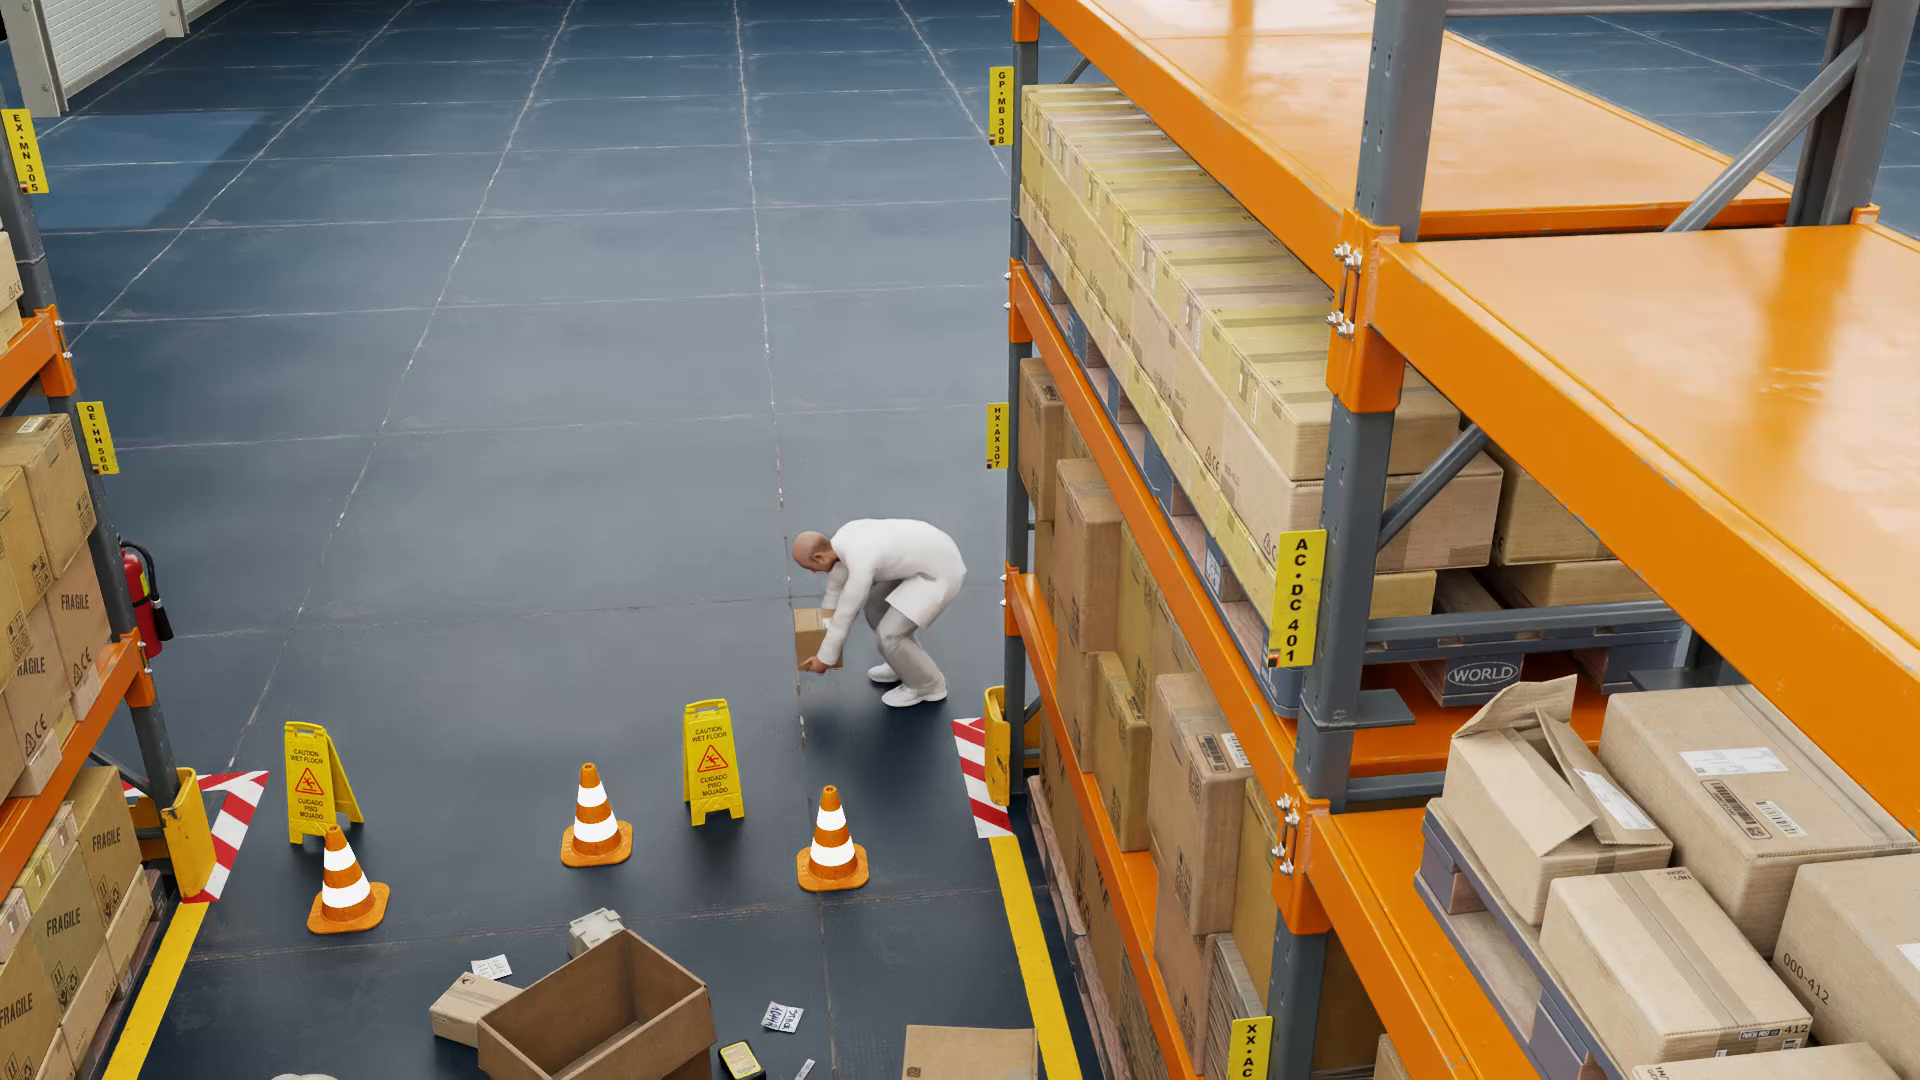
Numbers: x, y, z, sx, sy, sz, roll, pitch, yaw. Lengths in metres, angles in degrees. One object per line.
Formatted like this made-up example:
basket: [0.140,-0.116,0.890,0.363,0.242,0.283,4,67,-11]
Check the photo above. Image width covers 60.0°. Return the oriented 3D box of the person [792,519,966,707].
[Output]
person: [-0.441,0.379,9.185,0.943,1.046,0.550,-5,27,-10]
